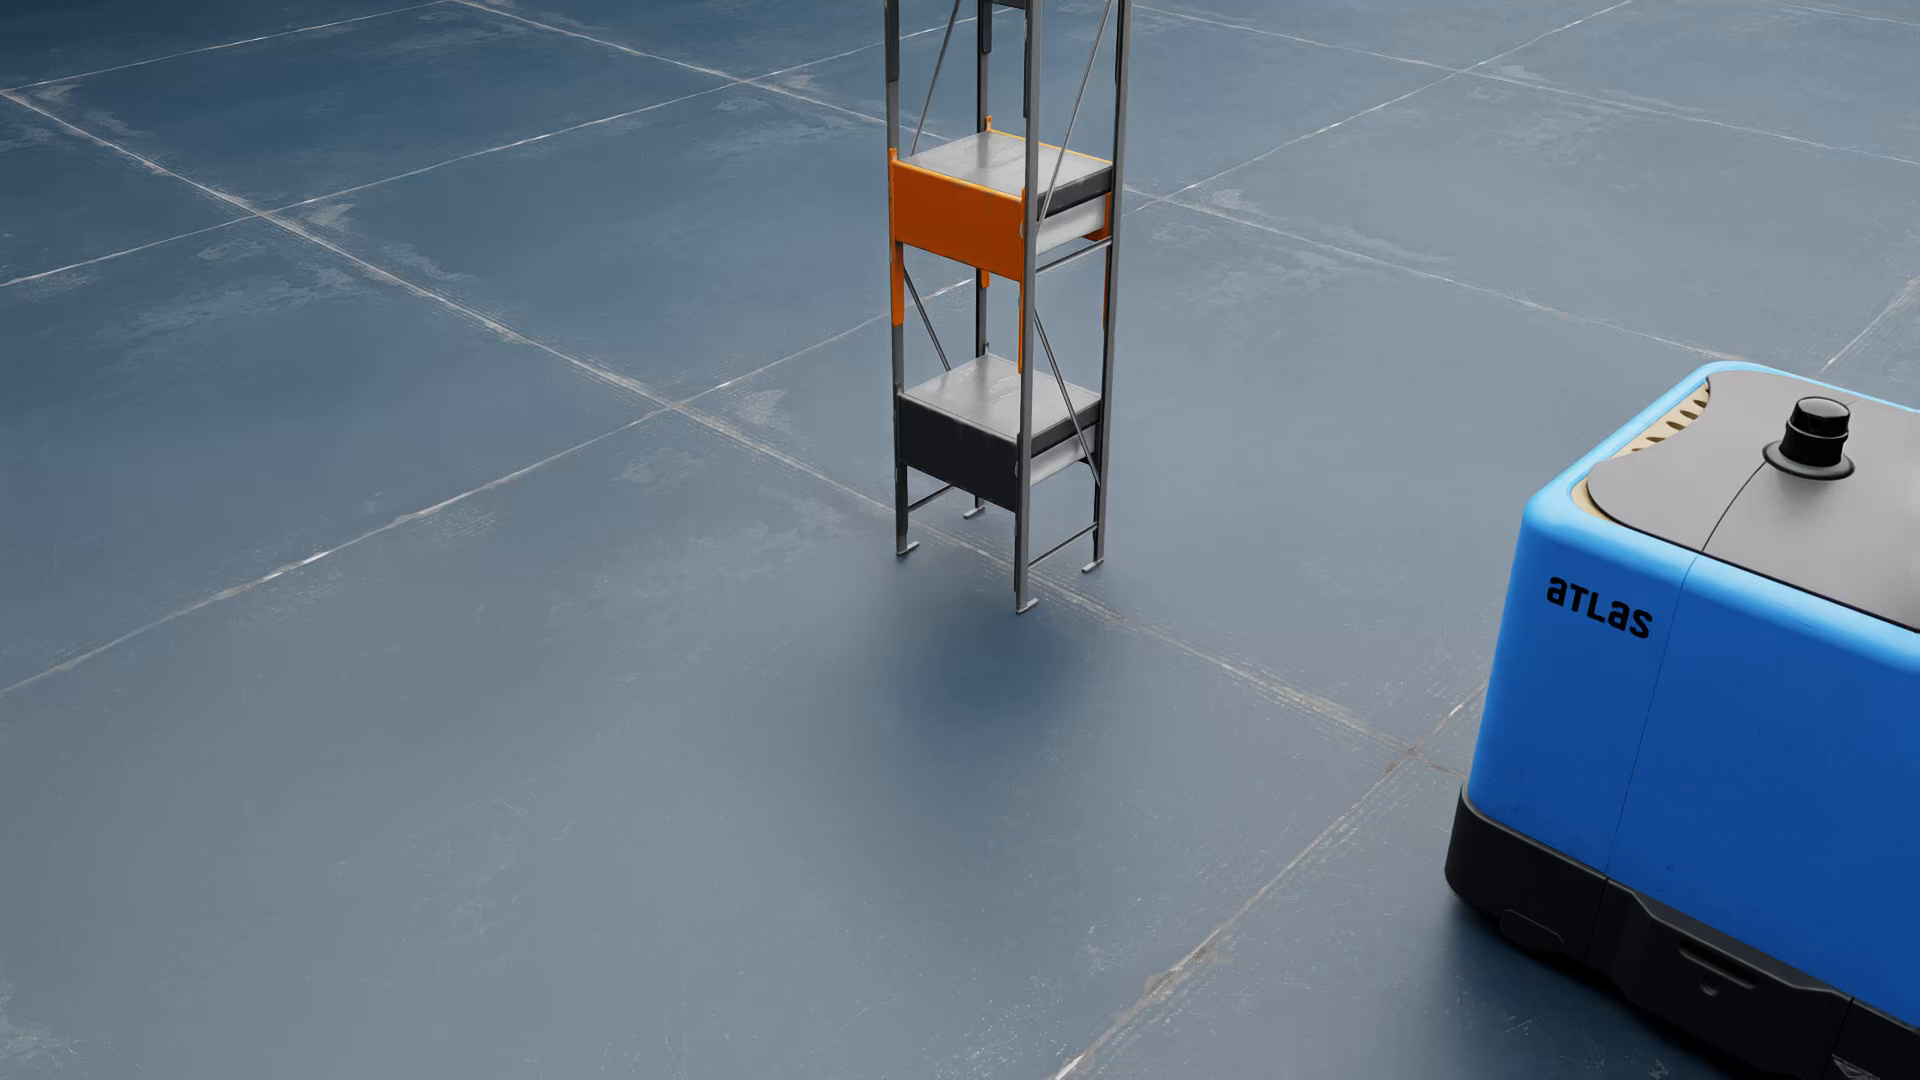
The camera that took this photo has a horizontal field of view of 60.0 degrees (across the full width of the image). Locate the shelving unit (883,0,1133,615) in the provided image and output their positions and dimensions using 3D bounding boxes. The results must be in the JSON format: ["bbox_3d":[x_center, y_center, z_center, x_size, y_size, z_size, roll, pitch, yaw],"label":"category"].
[{"bbox_3d":[0.123,-0.842,4.613,0.503,2.100,0.431,25,39,35],"label":"shelving unit"}]

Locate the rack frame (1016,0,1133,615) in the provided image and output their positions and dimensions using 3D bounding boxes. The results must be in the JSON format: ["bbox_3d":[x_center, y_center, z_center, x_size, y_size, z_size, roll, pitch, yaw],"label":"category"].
[{"bbox_3d":[0.304,-0.758,4.473,0.015,2.100,0.400,25,39,35],"label":"rack frame"}]

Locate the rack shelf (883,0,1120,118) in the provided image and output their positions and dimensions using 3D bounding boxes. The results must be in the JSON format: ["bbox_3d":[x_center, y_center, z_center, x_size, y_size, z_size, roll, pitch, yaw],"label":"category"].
[{"bbox_3d":[0.123,-1.430,4.259,0.480,0.518,0.431,25,39,35],"label":"rack shelf"}]

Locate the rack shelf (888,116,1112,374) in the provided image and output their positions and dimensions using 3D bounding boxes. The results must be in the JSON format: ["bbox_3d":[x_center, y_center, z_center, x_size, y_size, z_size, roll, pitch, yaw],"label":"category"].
[{"bbox_3d":[0.123,-0.831,4.620,0.480,0.518,0.431,25,39,35],"label":"rack shelf"}]

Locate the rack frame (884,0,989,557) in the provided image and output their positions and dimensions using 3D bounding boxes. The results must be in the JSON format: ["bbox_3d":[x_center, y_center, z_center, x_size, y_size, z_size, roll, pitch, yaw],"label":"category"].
[{"bbox_3d":[-0.058,-0.927,4.754,0.015,2.100,0.400,25,39,35],"label":"rack frame"}]

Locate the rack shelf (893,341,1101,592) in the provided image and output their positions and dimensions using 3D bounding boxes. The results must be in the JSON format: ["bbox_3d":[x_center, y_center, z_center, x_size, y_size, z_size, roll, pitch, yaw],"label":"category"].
[{"bbox_3d":[0.123,-0.231,4.981,0.480,0.518,0.431,25,39,35],"label":"rack shelf"}]

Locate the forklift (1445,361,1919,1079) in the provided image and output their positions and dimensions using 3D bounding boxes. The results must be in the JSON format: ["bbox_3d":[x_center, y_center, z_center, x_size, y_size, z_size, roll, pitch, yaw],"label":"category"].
[{"bbox_3d":[2.536,-0.077,2.536,3.031,2.935,1.130,26,39,36],"label":"forklift"}]
